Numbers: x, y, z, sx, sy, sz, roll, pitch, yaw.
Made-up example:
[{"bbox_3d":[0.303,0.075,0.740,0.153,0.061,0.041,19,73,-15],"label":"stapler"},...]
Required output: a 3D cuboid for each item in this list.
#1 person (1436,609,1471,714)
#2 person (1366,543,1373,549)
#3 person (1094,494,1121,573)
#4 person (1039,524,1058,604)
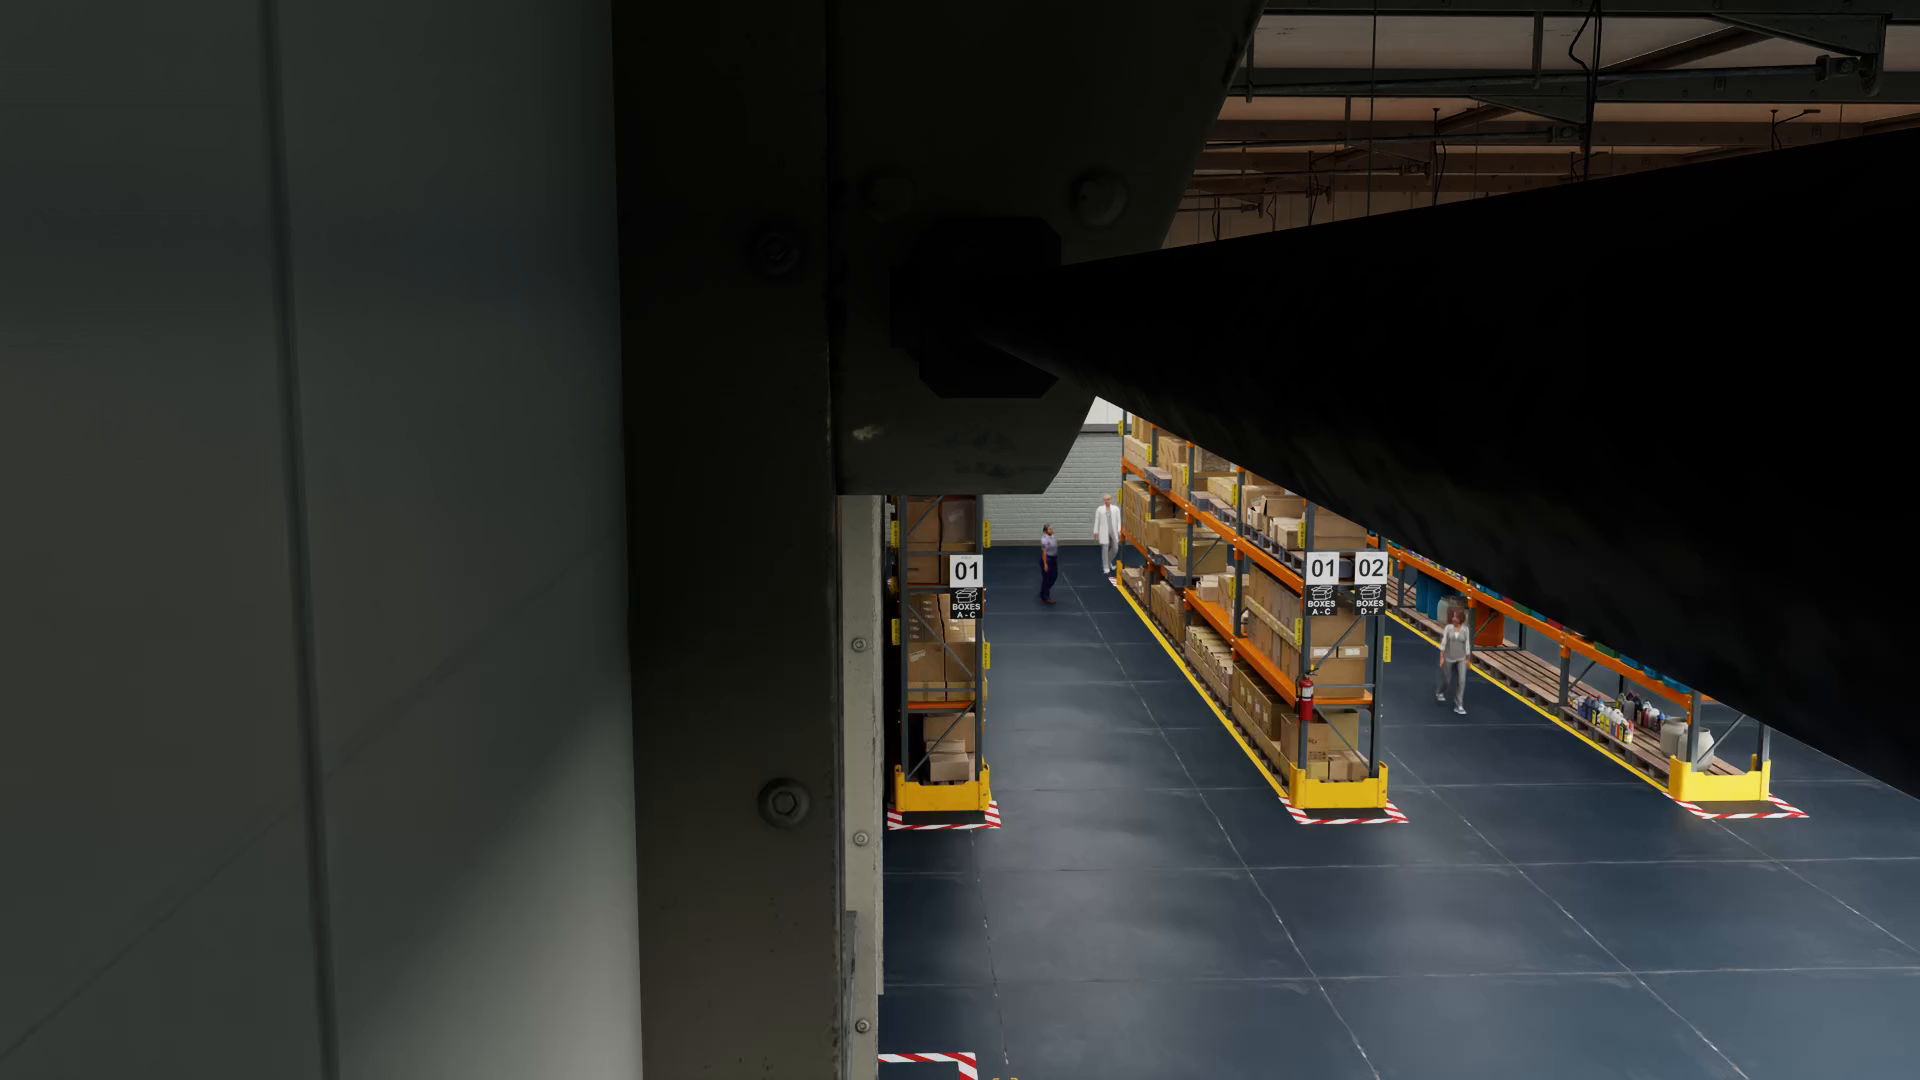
[{"bbox_3d":[7.541,1.820,25.418,0.505,1.553,0.823,-1,8,-5],"label":"person"},{"bbox_3d":[9.858,-0.550,40.647,0.537,1.782,0.567,-7,11,-41],"label":"person"},{"bbox_3d":[3.371,-0.152,37.982,0.603,1.787,0.557,-3,9,-21],"label":"person"},{"bbox_3d":[1.813,0.471,34.315,0.445,1.653,0.544,4,9,25],"label":"person"}]
